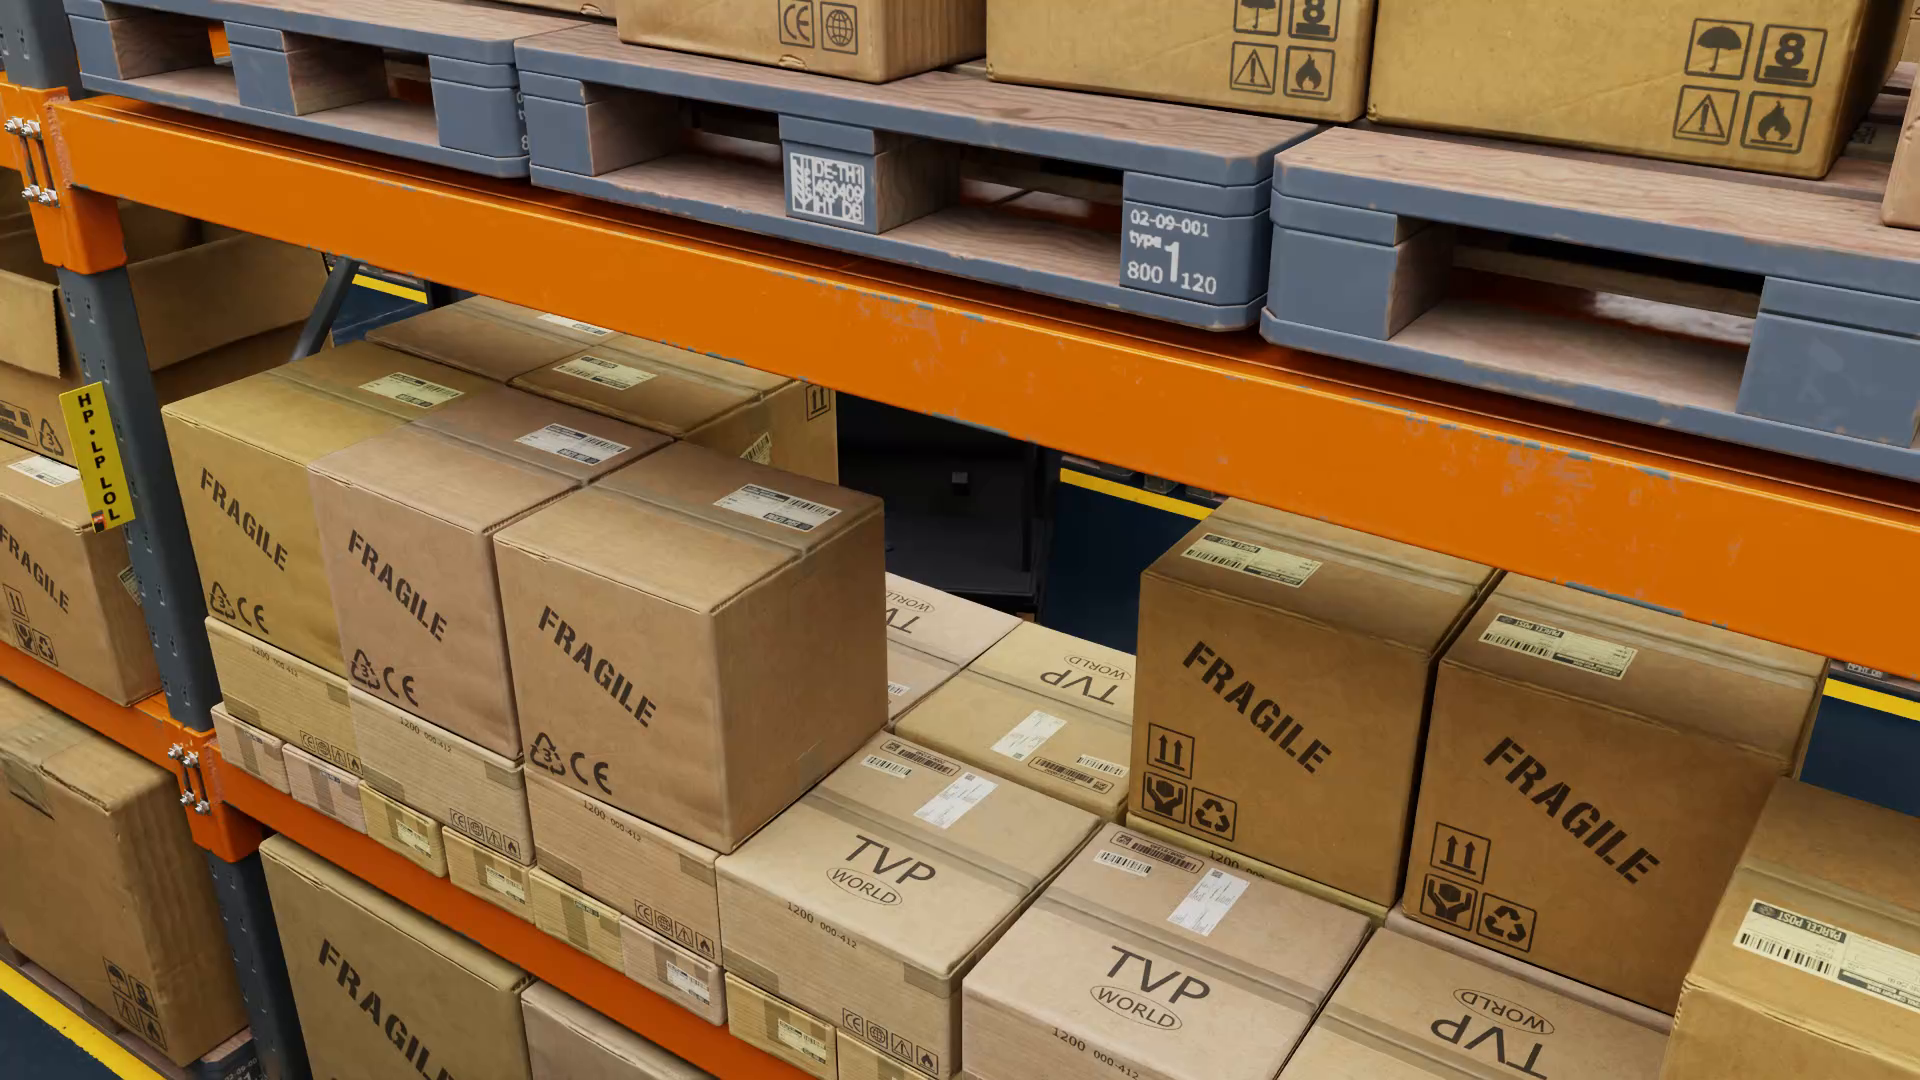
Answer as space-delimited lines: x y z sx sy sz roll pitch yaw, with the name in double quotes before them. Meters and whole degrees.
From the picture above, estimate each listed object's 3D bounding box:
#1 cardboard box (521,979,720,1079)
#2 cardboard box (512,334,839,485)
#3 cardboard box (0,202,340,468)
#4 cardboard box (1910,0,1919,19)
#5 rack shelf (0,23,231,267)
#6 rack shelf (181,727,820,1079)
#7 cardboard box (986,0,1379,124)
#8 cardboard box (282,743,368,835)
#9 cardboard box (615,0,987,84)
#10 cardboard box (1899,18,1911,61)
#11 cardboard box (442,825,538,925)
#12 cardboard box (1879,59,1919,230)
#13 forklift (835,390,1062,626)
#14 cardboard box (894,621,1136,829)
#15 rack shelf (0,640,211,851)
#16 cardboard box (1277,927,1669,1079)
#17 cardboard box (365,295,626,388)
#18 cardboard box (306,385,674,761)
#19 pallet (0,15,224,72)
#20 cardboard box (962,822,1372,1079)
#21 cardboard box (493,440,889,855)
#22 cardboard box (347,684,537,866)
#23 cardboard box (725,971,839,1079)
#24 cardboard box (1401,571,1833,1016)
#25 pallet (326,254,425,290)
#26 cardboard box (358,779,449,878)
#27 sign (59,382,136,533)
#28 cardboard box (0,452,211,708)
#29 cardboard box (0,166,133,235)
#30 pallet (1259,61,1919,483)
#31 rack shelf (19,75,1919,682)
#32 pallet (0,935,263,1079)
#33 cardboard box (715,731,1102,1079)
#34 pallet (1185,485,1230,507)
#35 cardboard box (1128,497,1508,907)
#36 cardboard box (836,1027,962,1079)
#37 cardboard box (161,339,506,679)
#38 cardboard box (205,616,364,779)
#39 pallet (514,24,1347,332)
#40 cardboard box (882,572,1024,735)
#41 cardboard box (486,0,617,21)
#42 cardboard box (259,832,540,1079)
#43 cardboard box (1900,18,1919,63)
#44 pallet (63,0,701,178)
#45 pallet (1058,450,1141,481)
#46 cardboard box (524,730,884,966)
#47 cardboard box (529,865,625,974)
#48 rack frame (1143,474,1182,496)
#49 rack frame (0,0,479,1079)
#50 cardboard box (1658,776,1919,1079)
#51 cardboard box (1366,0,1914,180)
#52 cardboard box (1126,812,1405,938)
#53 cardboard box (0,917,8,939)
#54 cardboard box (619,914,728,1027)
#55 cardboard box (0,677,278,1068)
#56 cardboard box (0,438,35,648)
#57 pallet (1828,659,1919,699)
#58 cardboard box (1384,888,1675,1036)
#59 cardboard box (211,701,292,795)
"cardboard box" -0.324 1.288 3.791 0.875 0.875 0.875 17 32 30
"cardboard box" -0.624 -0.154 3.756 0.500 0.500 0.500 18 32 31
"cardboard box" -2.096 -0.555 4.317 0.637 0.503 0.797 16 31 29
"cardboard box" 5.975 -3.340 9.793 0.500 0.500 0.500 18 32 32
"rack shelf" -3.213 -1.432 4.743 4.000 0.370 1.077 17 32 30
"rack shelf" 0.084 0.932 3.405 4.000 0.370 1.077 17 32 30
"cardboard box" 0.424 -0.906 2.232 0.500 0.500 0.700 15 31 27
"cardboard box" -1.293 0.478 3.781 0.250 0.149 0.380 16 31 29
"cardboard box" -0.094 -1.010 2.436 0.500 0.500 0.700 19 33 32
"cardboard box" 5.568 -3.027 10.280 0.500 0.500 0.500 17 31 30
"cardboard box" -0.857 0.612 3.517 0.250 0.149 0.380 16 31 29
"cardboard box" 1.274 -0.602 1.634 0.500 0.500 0.700 15 31 27
"forklift" -0.193 -1.010 6.504 1.130 2.935 3.031 3 27 6
"cardboard box" 0.212 0.442 3.412 0.500 0.250 0.500 17 31 29
"rack shelf" -3.213 -0.095 5.423 4.000 0.370 1.077 17 32 30
"cardboard box" 0.765 0.904 2.505 0.500 0.250 0.500 17 31 29
"cardboard box" -1.034 -0.284 4.012 0.500 0.500 0.500 18 32 32
"cardboard box" -0.913 0.046 3.363 0.500 0.500 0.500 17 32 30
"pallet" -2.348 -1.371 4.040 1.217 0.209 0.805 16 31 28
"cardboard box" 0.345 0.773 2.761 0.500 0.250 0.500 16 31 29
"cardboard box" -0.481 0.178 3.104 0.500 0.500 0.500 16 31 29
"cardboard box" -0.919 0.380 3.533 0.500 0.250 0.500 17 32 30
"cardboard box" -0.223 0.810 3.129 0.250 0.149 0.380 16 31 29
"cardboard box" 1.078 0.372 2.722 0.500 0.500 0.500 16 31 29
"pallet" -3.676 -2.065 11.576 1.213 0.211 1.003 17 32 30
"cardboard box" -1.075 0.545 3.649 0.250 0.149 0.380 18 32 32
"sign" -1.864 -0.178 3.602 0.005 0.325 0.100 17 32 30
"cardboard box" -2.105 0.035 4.263 0.500 0.500 0.500 17 32 30
"cardboard box" -2.655 -0.735 4.671 0.637 0.503 0.797 18 32 31
"pallet" 1.115 -0.359 1.939 1.213 0.211 1.003 17 32 30
"rack shelf" 0.084 -0.405 2.724 4.000 0.370 1.077 17 32 30
"pallet" -2.243 1.171 5.217 1.213 0.211 1.003 17 32 30
"cardboard box" -0.086 0.641 3.021 0.500 0.250 0.500 17 32 30
"pallet" 1.868 -0.337 8.179 1.213 0.211 1.003 17 32 30
"cardboard box" 0.647 0.242 2.979 0.500 0.500 0.500 16 31 29
"cardboard box" -0.007 0.876 2.998 0.250 0.149 0.380 18 32 31
"cardboard box" -1.315 -0.084 3.618 0.500 0.500 0.500 17 32 30
"cardboard box" -1.326 0.251 3.788 0.500 0.250 0.500 17 31 29
"pallet" 0.105 -0.672 2.554 1.213 0.211 1.003 17 32 30
"cardboard box" -0.203 0.310 3.670 0.500 0.250 0.500 18 32 31
"cardboard box" -0.445 -1.197 2.804 0.500 0.500 0.700 19 33 33
"cardboard box" -1.066 1.057 4.245 0.875 0.875 0.875 17 32 30
"cardboard box" 5.983 -2.898 10.026 0.500 0.500 0.500 18 32 31
"pallet" -0.896 -0.985 3.170 1.213 0.211 1.003 17 32 30
"pallet" 0.627 -0.725 8.942 1.213 0.211 1.003 17 32 30
"cardboard box" -0.488 0.511 3.276 0.500 0.250 0.500 18 32 32
"cardboard box" -0.646 0.677 3.389 0.250 0.149 0.380 17 31 30
"rack frame" 1.240 -1.754 7.889 0.127 3.000 1.000 17 32 30
"rack frame" -1.565 0.098 4.251 0.127 3.000 1.000 17 32 30
"cardboard box" 1.182 0.698 2.081 0.500 0.500 0.500 18 32 31
"cardboard box" 0.878 -0.791 2.007 0.500 0.500 0.700 16 31 29
"cardboard box" 0.645 0.574 3.153 0.500 0.250 0.500 16 31 29
"cardboard box" -2.841 0.472 5.396 0.875 0.875 1.225 16 31 29
"cardboard box" -0.440 0.743 3.260 0.250 0.149 0.380 18 32 31
"cardboard box" -2.103 0.701 4.945 0.875 0.875 1.225 17 32 30
"cardboard box" -2.509 -0.094 4.518 0.500 0.500 0.500 18 32 32
"pallet" 3.879 0.290 6.948 1.213 0.211 1.003 17 32 30
"cardboard box" 1.058 0.704 2.897 0.500 0.250 0.500 17 31 30
"cardboard box" -1.509 0.410 3.914 0.250 0.149 0.380 17 32 30
